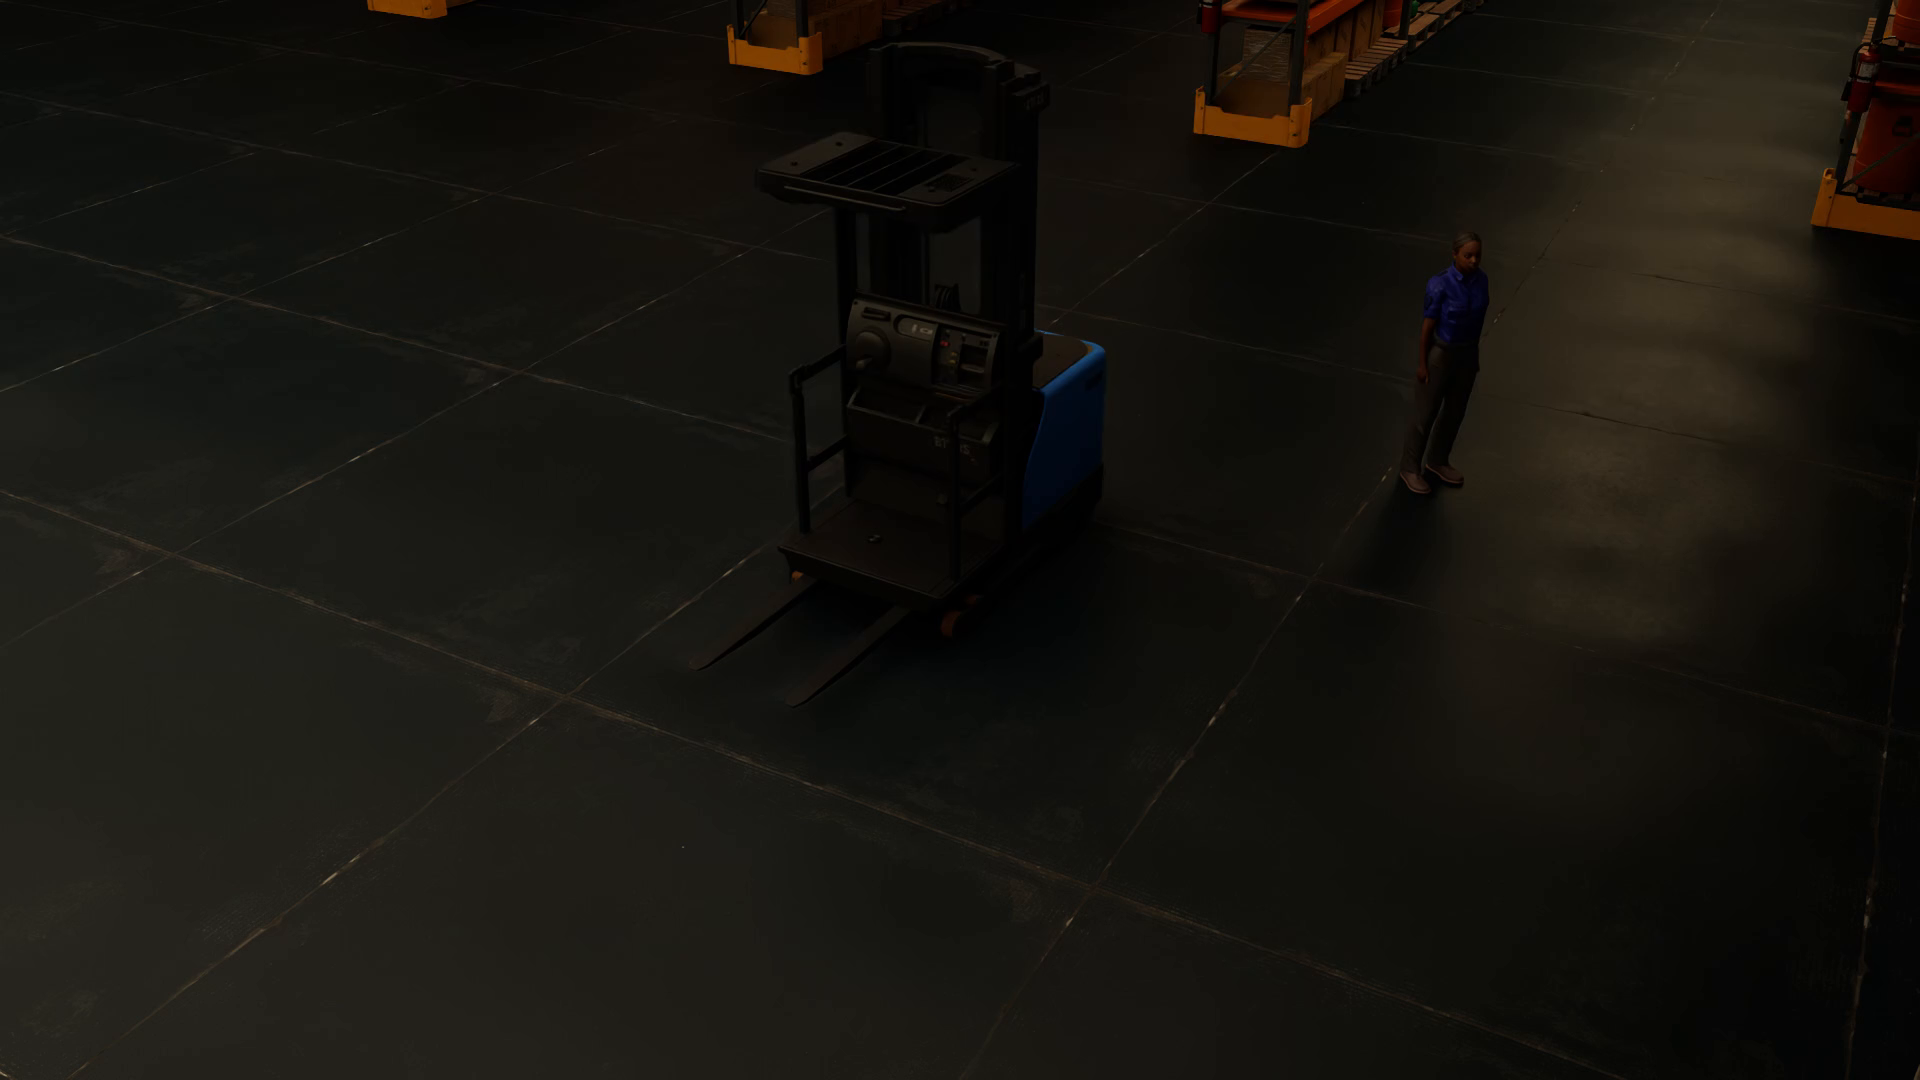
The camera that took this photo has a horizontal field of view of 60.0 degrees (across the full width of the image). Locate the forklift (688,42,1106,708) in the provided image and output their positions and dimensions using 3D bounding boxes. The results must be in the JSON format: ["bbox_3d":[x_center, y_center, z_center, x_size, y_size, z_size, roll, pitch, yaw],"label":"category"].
[{"bbox_3d":[-0.314,-0.992,8.789,1.130,2.935,3.031,17,34,27],"label":"forklift"}]

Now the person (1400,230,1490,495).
[{"bbox_3d":[3.029,-1.104,10.259,0.457,1.662,0.329,-13,32,-21],"label":"person"}]
